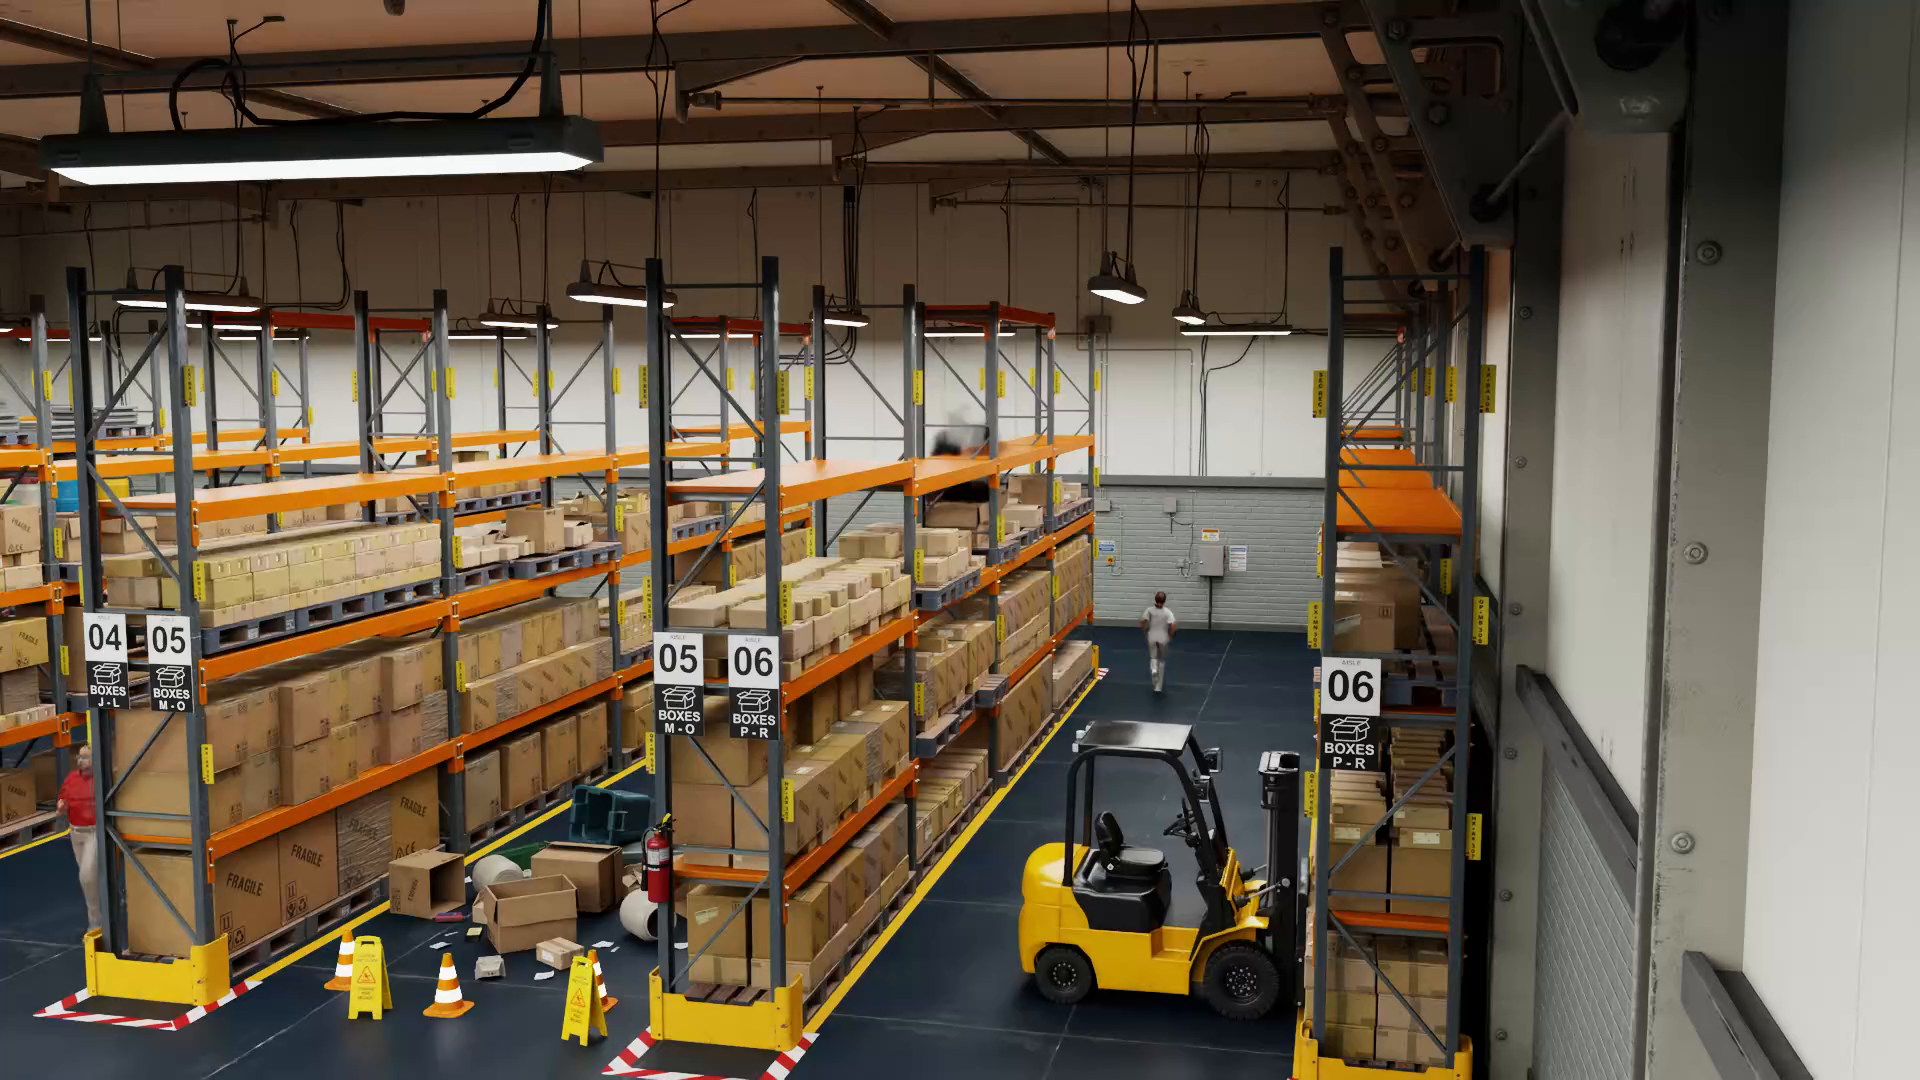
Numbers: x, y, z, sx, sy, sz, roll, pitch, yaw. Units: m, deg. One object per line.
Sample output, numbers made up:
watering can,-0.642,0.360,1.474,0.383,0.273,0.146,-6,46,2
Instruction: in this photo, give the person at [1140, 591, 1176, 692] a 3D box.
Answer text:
person,3.172,1.659,26.736,0.580,1.654,0.633,1,6,14

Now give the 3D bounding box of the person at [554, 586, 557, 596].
person,-6.765,1.554,27.581,0.554,1.664,0.651,1,6,12

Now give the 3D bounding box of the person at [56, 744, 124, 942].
person,-7.992,2.772,15.346,0.636,1.797,0.786,1,6,14
